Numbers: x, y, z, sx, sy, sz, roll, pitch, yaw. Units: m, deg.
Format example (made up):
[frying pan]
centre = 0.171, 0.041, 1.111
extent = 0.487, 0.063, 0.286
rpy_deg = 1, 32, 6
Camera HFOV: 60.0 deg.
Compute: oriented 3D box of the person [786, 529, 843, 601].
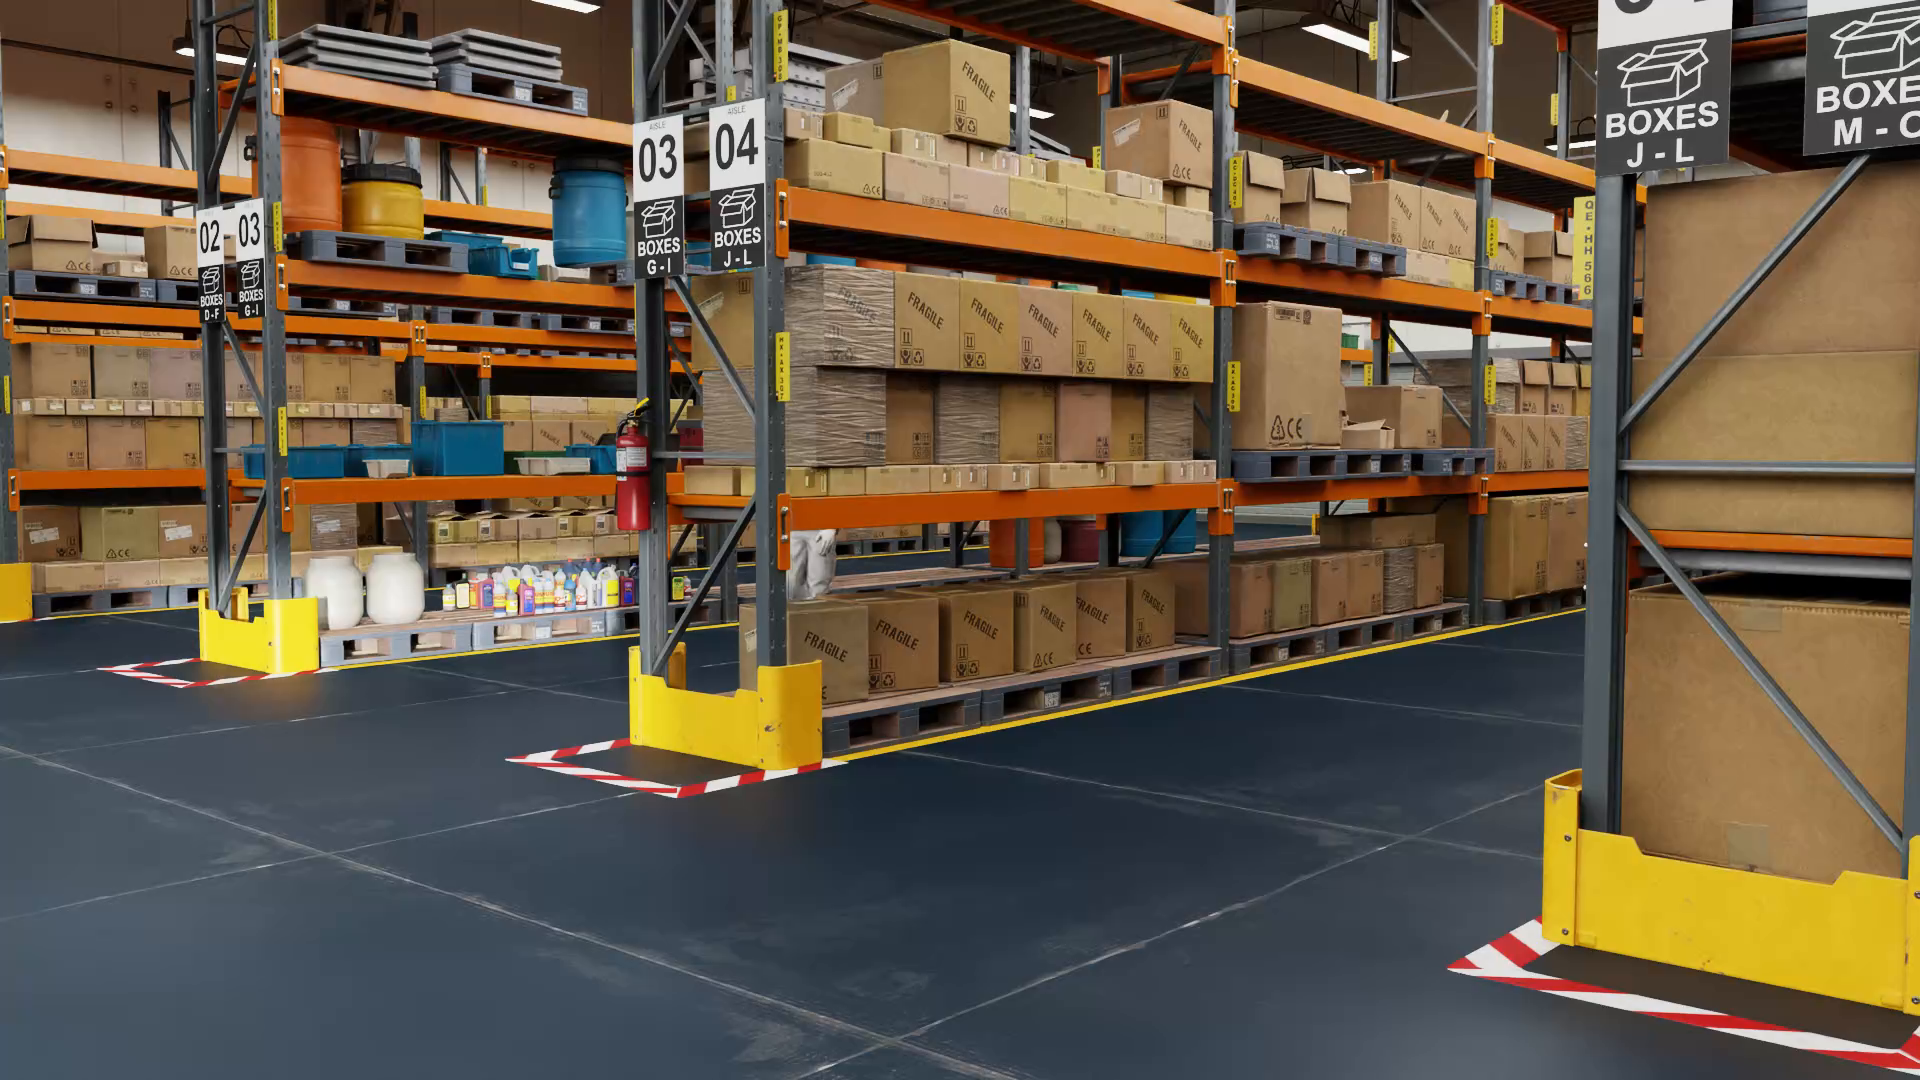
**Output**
[person]
centre = -1.075, -0.022, 11.916
extent = 0.547, 1.822, 0.527
rpy_deg = 3, 5, 42
